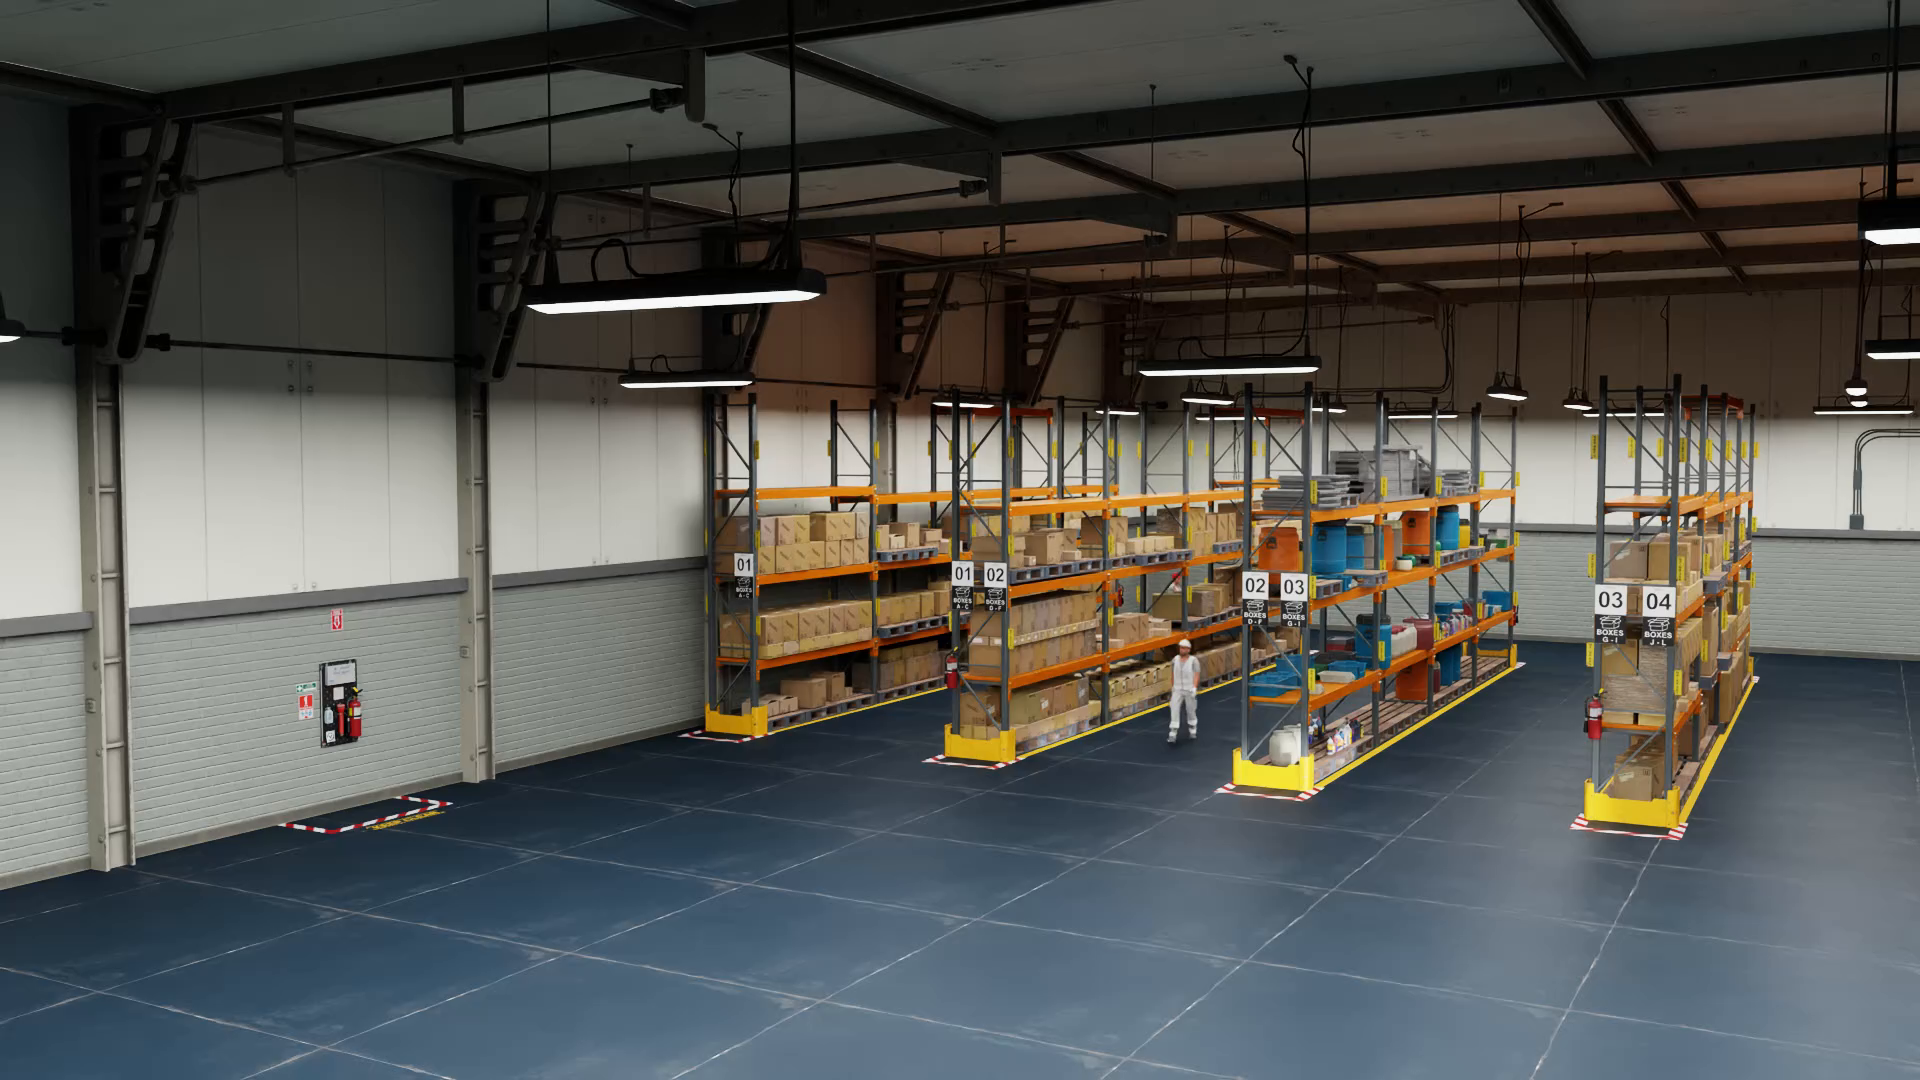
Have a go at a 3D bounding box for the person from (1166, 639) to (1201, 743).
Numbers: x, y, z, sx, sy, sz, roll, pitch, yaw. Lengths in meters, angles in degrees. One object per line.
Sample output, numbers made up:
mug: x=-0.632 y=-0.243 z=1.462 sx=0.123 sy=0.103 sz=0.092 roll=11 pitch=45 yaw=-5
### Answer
person: x=3.811 y=2.573 z=28.361 sx=0.555 sy=1.739 sz=1.010 roll=1 pitch=3 yaw=24

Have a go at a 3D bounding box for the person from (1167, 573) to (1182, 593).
person: x=5.573 y=1.752 z=43.606 sx=0.703 sy=1.782 sz=0.612 roll=3 pitch=4 yaw=43
